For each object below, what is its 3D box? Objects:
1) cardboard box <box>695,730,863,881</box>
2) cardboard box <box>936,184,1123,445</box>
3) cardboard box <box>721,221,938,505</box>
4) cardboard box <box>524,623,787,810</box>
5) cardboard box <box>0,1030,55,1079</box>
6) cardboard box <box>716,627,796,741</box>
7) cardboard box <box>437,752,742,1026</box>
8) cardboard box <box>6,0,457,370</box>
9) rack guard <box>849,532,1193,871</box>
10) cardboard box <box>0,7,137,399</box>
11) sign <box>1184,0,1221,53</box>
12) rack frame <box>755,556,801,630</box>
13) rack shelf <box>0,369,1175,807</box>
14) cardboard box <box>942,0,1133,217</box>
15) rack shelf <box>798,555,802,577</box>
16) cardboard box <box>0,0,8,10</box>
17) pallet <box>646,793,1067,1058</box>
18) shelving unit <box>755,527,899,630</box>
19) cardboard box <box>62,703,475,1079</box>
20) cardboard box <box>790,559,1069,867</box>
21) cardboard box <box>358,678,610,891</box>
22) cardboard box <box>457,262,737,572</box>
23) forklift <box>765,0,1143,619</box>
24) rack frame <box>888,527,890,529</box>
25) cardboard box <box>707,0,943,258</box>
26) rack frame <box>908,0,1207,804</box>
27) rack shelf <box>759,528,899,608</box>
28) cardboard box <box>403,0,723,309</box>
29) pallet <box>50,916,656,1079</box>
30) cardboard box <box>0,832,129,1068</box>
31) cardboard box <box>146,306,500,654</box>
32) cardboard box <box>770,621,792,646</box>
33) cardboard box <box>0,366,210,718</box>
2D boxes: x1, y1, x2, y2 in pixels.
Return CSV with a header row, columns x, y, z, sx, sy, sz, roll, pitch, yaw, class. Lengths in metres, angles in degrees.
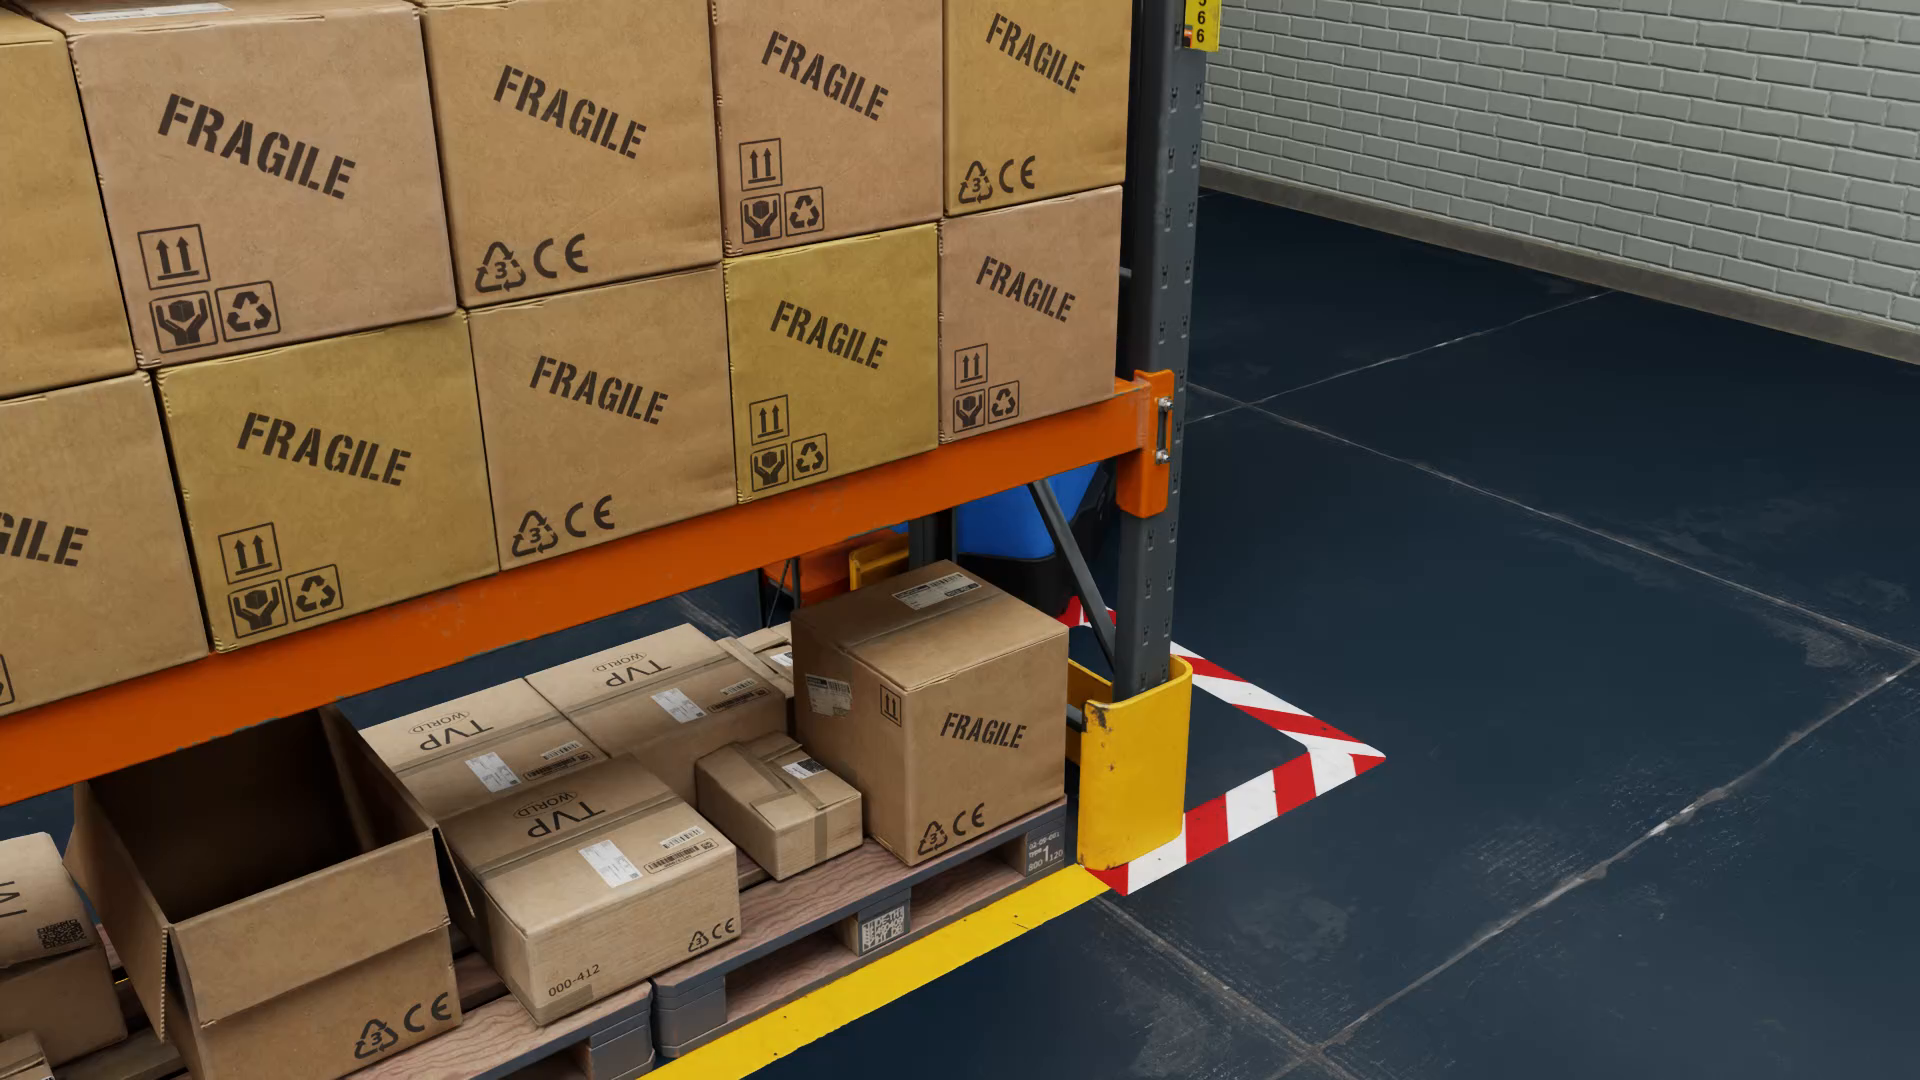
x,y,z,sx,sy,sz,roll,pitch,yaw,class
-0.452,0.647,4.136,0.250,0.166,0.380,-18,31,-34,cardboard box
0.013,-0.576,3.809,0.500,0.500,0.500,-17,30,-32,cardboard box
-0.393,-0.440,3.516,0.500,0.500,0.500,-18,30,-34,cardboard box
-0.799,0.488,4.379,0.500,0.250,0.500,-18,31,-34,cardboard box
-1.811,1.122,3.111,0.250,0.166,0.380,-18,31,-34,cardboard box
-0.540,0.409,4.649,0.250,0.166,0.380,-18,31,-34,cardboard box
-0.844,0.770,3.770,0.500,0.250,0.500,-18,31,-34,cardboard box
-1.189,-0.628,2.733,0.500,0.500,0.500,-17,30,-32,cardboard box
0.138,0.417,4.758,0.348,0.500,1.175,-18,31,-34,rack guard
-1.595,-0.493,2.444,0.500,0.500,0.500,-19,31,-35,cardboard box
0.525,-1.216,3.557,0.005,0.325,0.100,-18,31,-34,sign
-0.558,-0.057,4.947,0.015,1.200,0.240,-20,32,-33,rack frame
-1.376,0.109,3.307,4.000,0.370,1.077,-18,31,-34,rack shelf
0.017,-1.029,3.598,0.500,0.500,0.500,-19,31,-34,cardboard box
-0.365,-0.067,5.111,0.480,0.148,0.258,-20,32,-33,rack shelf
-1.517,-0.809,3.123,0.500,0.500,0.500,-19,31,-34,cardboard box
-0.489,0.755,4.372,1.213,0.211,1.003,-18,31,-34,pallet
-0.367,-0.128,5.082,0.503,1.200,0.258,-20,32,-33,shelving unit
-1.475,0.745,3.524,0.637,0.503,0.797,-18,31,-34,cardboard box
-0.078,0.420,4.228,0.500,0.500,0.500,-18,31,-34,cardboard box
-1.192,0.618,4.099,0.500,0.250,0.500,-18,31,-34,cardboard box
-0.789,-0.312,3.240,0.500,0.500,0.500,-18,30,-34,cardboard box
0.179,-1.642,6.306,1.130,2.935,3.031,6,26,13,forklift
-0.176,-0.198,5.216,0.015,1.200,0.240,-20,32,-33,rack frame
-0.380,-0.898,3.314,0.500,0.500,0.500,-17,30,-33,cardboard box
0.198,-0.737,4.275,0.127,3.000,1.000,-18,31,-34,rack frame
-0.360,0.111,5.198,0.480,0.148,0.258,-20,32,-33,rack shelf
-0.785,-0.761,3.021,0.500,0.500,0.500,-17,30,-33,cardboard box
-1.448,1.070,3.693,1.213,0.211,1.003,-18,31,-34,pallet
-2.086,0.885,3.450,0.500,0.311,0.500,-18,31,-34,cardboard box
-1.185,-0.181,2.958,0.500,0.500,0.500,-19,31,-35,cardboard box
-0.344,0.352,4.793,0.250,0.149,0.380,-18,31,-34,cardboard box
-1.585,-0.049,2.673,0.500,0.500,0.500,-18,31,-34,cardboard box
